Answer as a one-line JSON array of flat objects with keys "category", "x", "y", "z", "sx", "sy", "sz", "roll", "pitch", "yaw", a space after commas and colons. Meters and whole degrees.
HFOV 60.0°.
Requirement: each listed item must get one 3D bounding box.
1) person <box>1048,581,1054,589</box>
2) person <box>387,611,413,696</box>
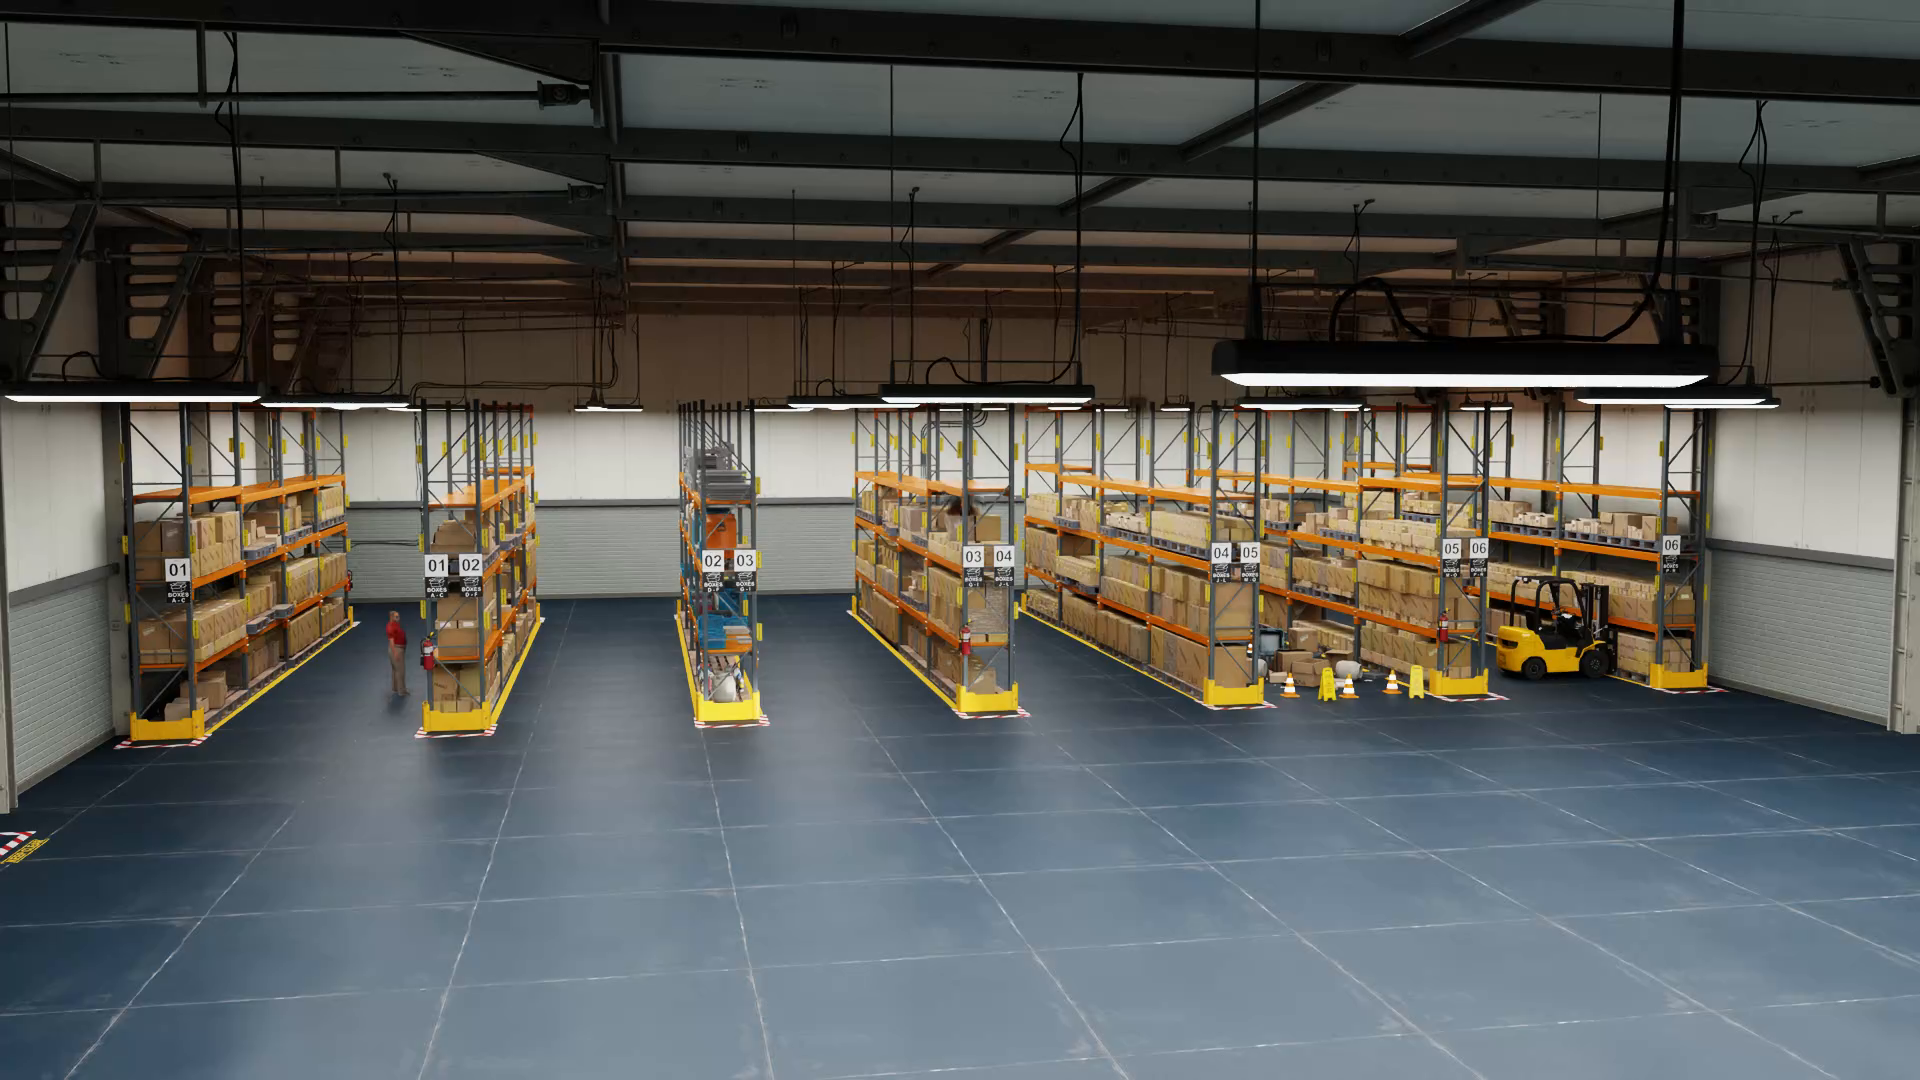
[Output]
[{"category": "person", "x": 2.864, "y": 1.153, "z": 49.856, "sx": 0.401, "sy": 1.679, "sz": 0.535, "roll": -4, "pitch": 6, "yaw": -41}, {"category": "person", "x": -11.426, "y": 2.302, "z": 33.896, "sx": 0.470, "sy": 1.719, "sz": 0.624, "roll": -1, "pitch": 5, "yaw": -19}]
